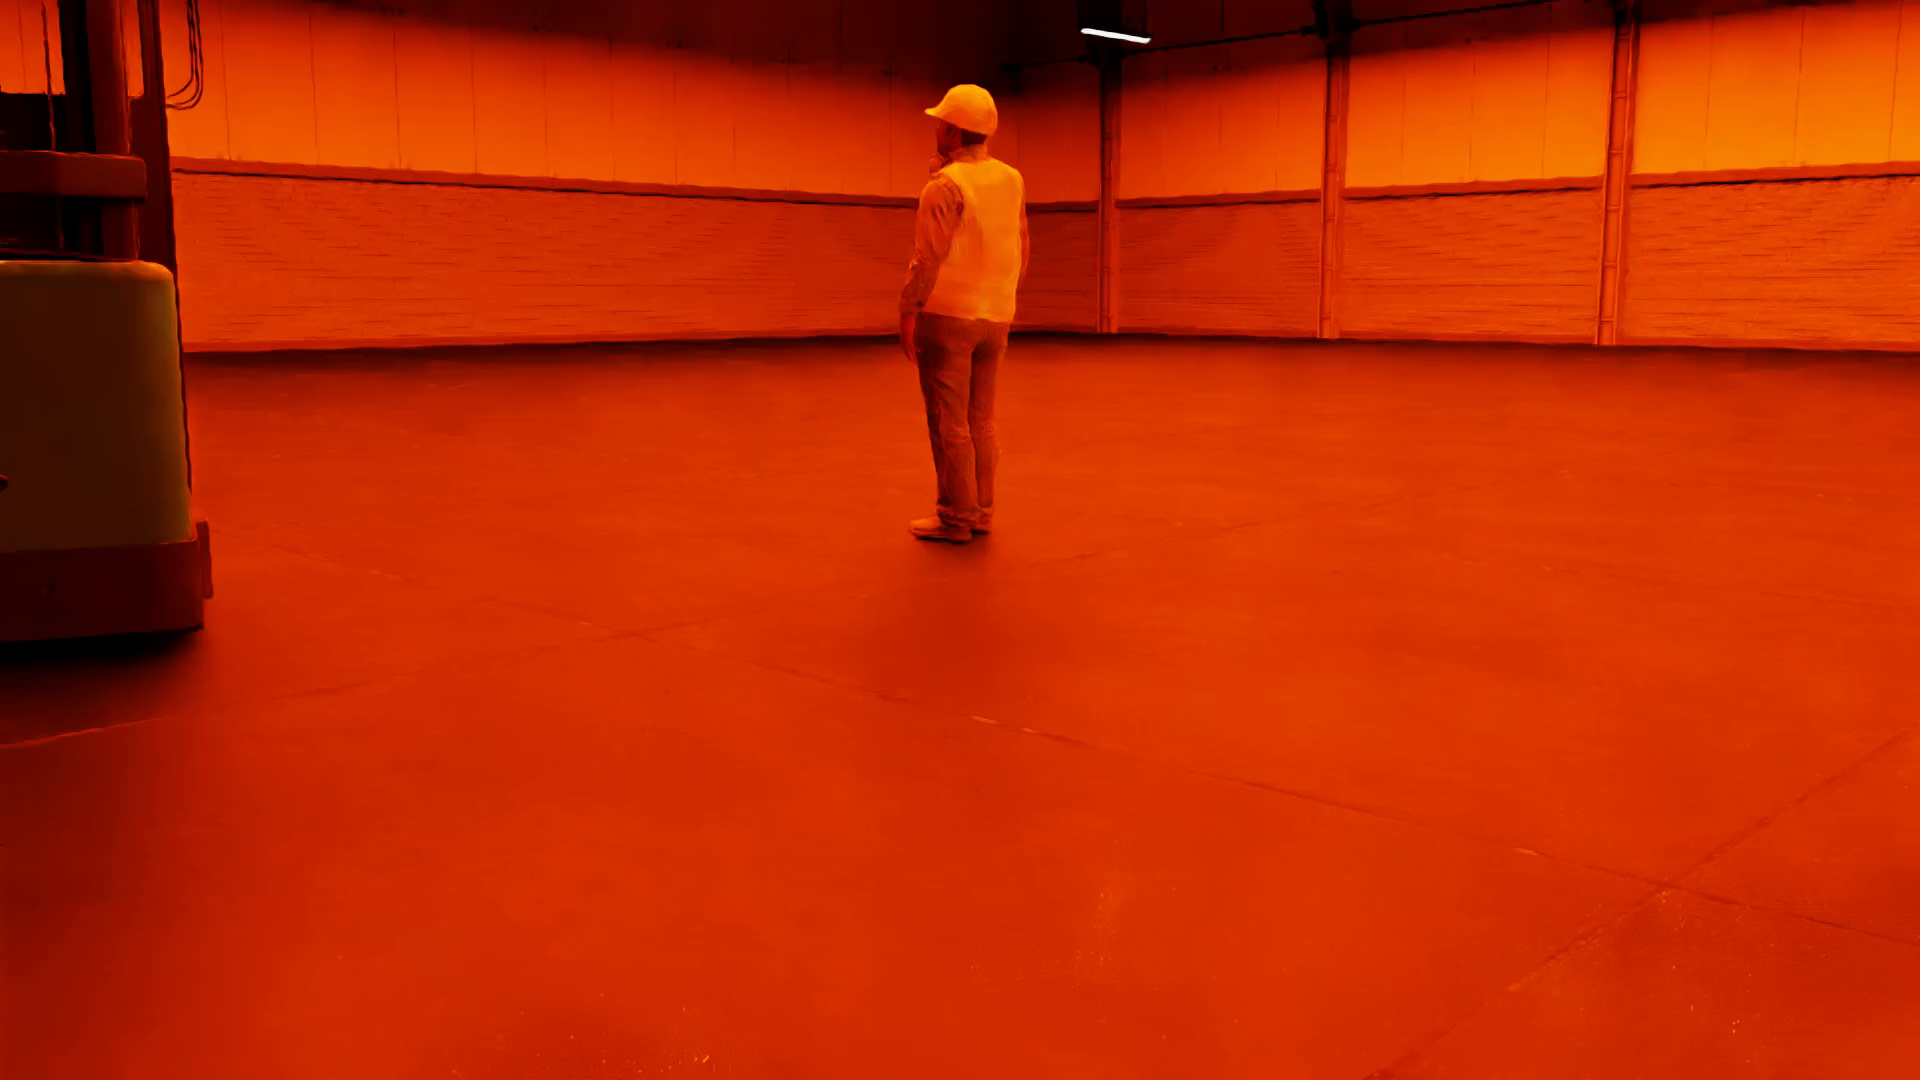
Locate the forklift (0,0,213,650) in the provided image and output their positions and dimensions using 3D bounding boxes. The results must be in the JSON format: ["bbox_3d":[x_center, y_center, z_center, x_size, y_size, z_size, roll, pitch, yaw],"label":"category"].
[{"bbox_3d":[-3.236,-1.304,5.534,1.130,2.935,3.031,-4,10,-26],"label":"forklift"}]

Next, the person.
[{"bbox_3d":[-0.039,-0.892,6.633,0.567,1.773,0.632,8,12,43],"label":"person"}]
